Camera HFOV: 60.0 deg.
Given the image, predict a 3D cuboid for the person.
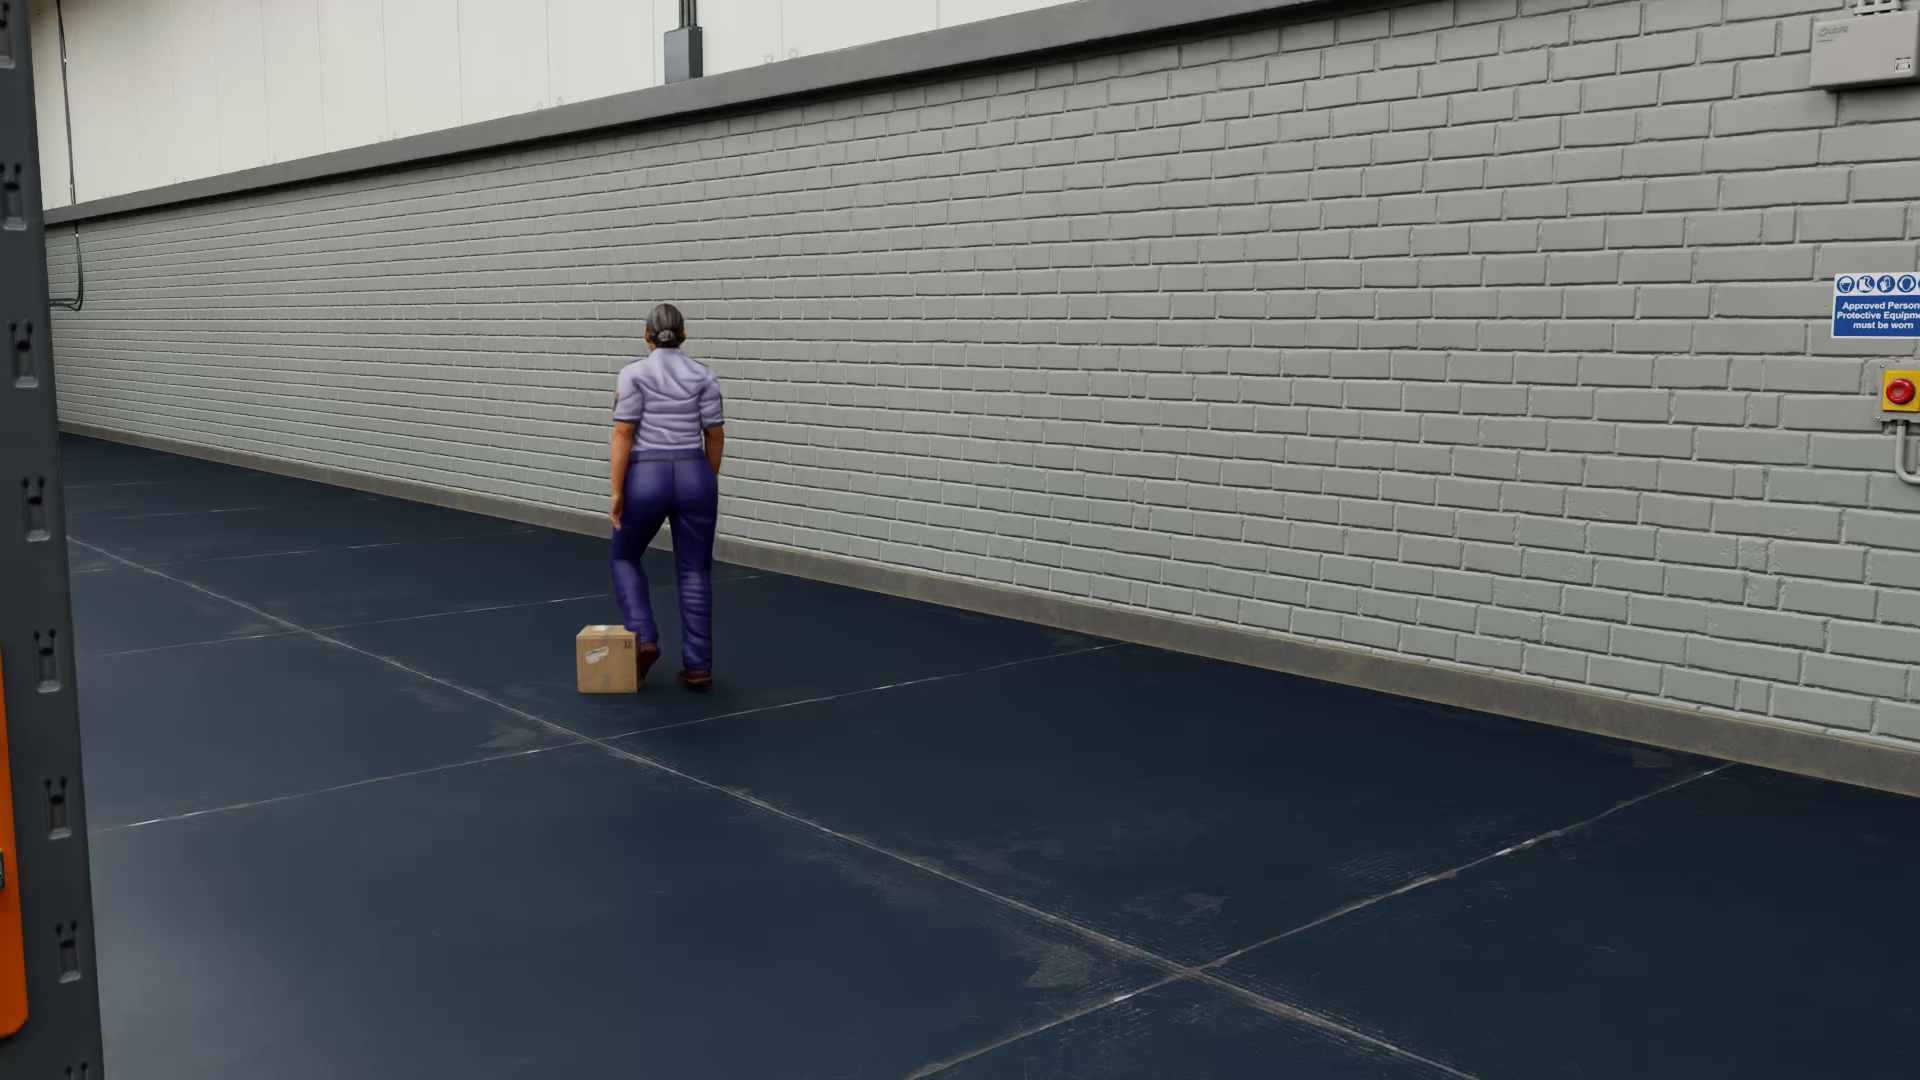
[{"bbox_3d":[-1.269,-0.169,7.212,0.519,1.670,0.520,-3,8,-19],"label":"person"}]
